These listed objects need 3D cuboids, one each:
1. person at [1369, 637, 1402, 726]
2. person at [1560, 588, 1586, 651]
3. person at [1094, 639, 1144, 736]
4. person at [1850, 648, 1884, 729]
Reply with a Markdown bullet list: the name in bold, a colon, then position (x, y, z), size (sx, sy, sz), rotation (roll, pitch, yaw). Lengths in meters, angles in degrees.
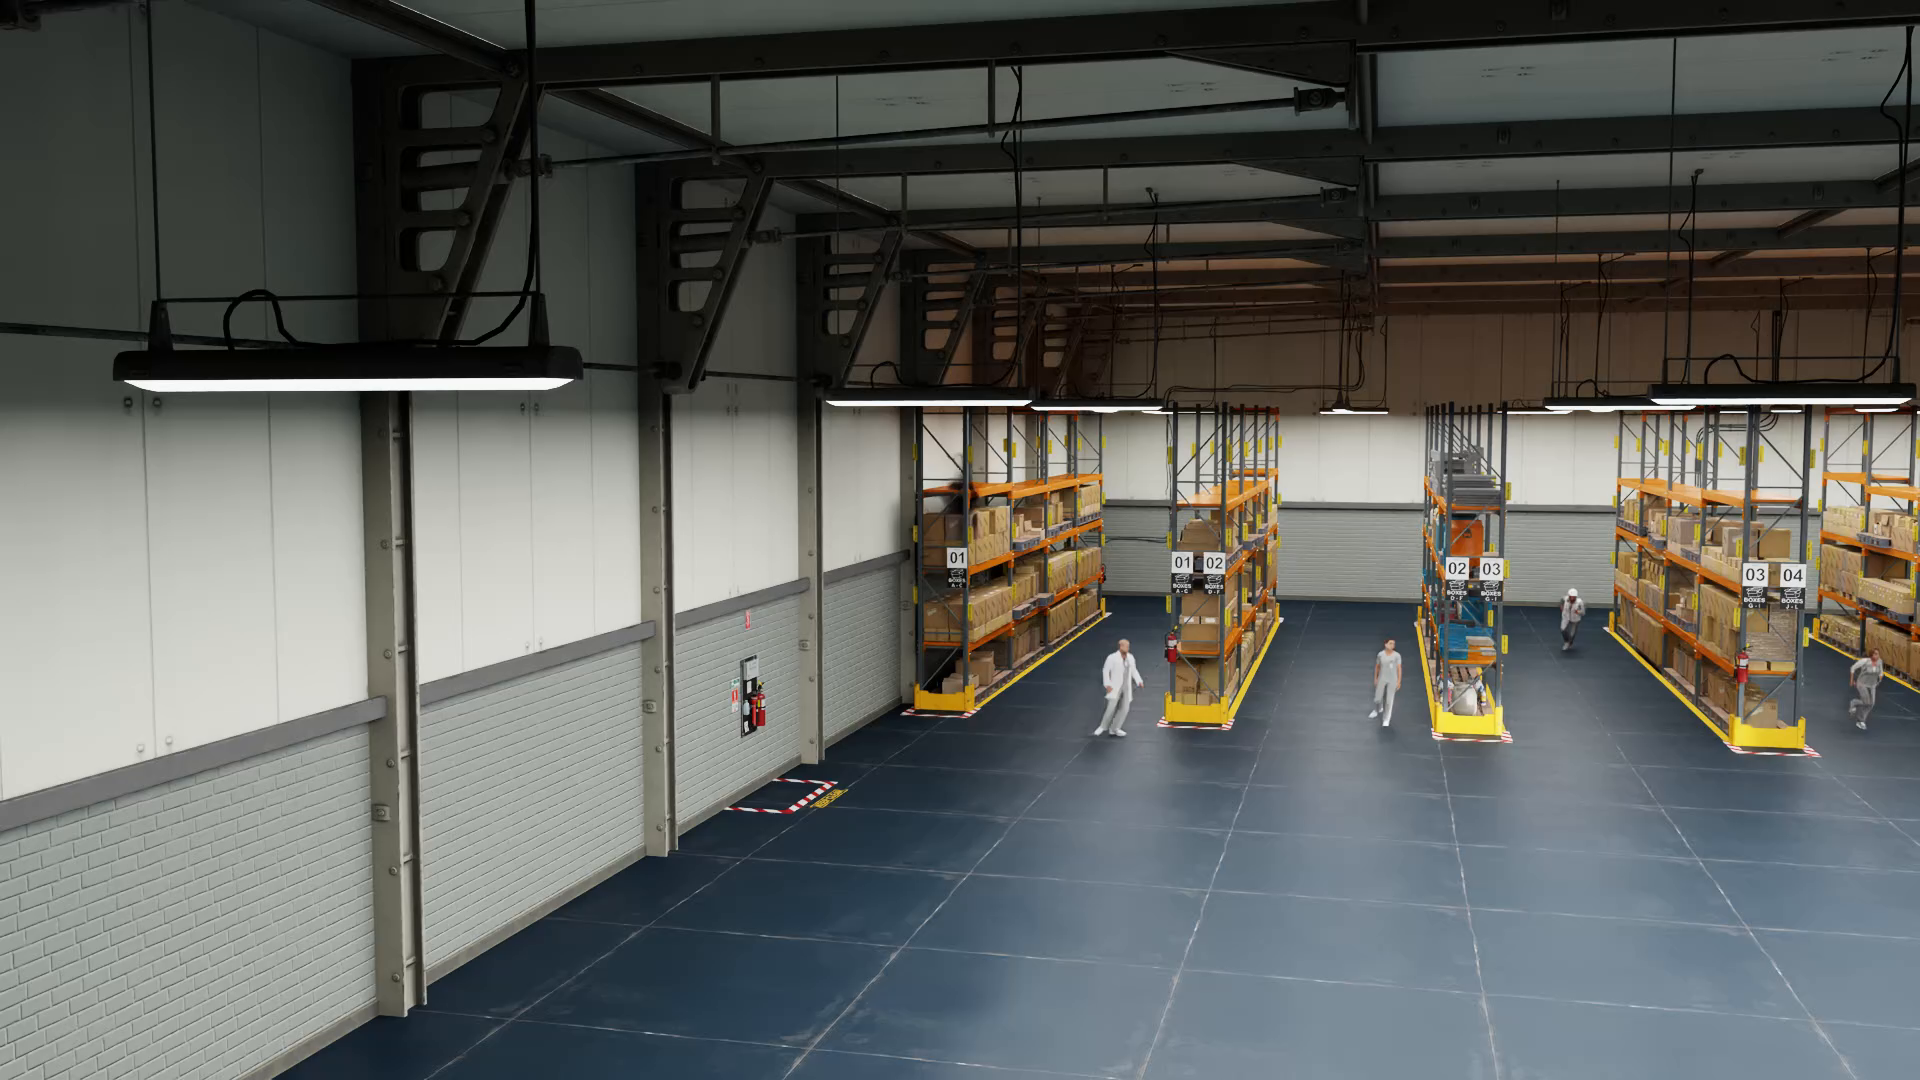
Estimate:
- **person**: position (7.876, 2.616, 30.778), size (0.592, 1.626, 0.526), rotation (2, 4, 20)
- **person**: position (14.949, 1.923, 40.603), size (0.657, 1.544, 1.108), rotation (2, 5, 26)
- **person**: position (2.836, 2.745, 29.747), size (0.823, 1.559, 0.611), rotation (-2, 5, -29)
- **person**: position (16.704, 2.722, 30.658), size (0.515, 1.520, 0.677), rotation (-1, 4, -12)
